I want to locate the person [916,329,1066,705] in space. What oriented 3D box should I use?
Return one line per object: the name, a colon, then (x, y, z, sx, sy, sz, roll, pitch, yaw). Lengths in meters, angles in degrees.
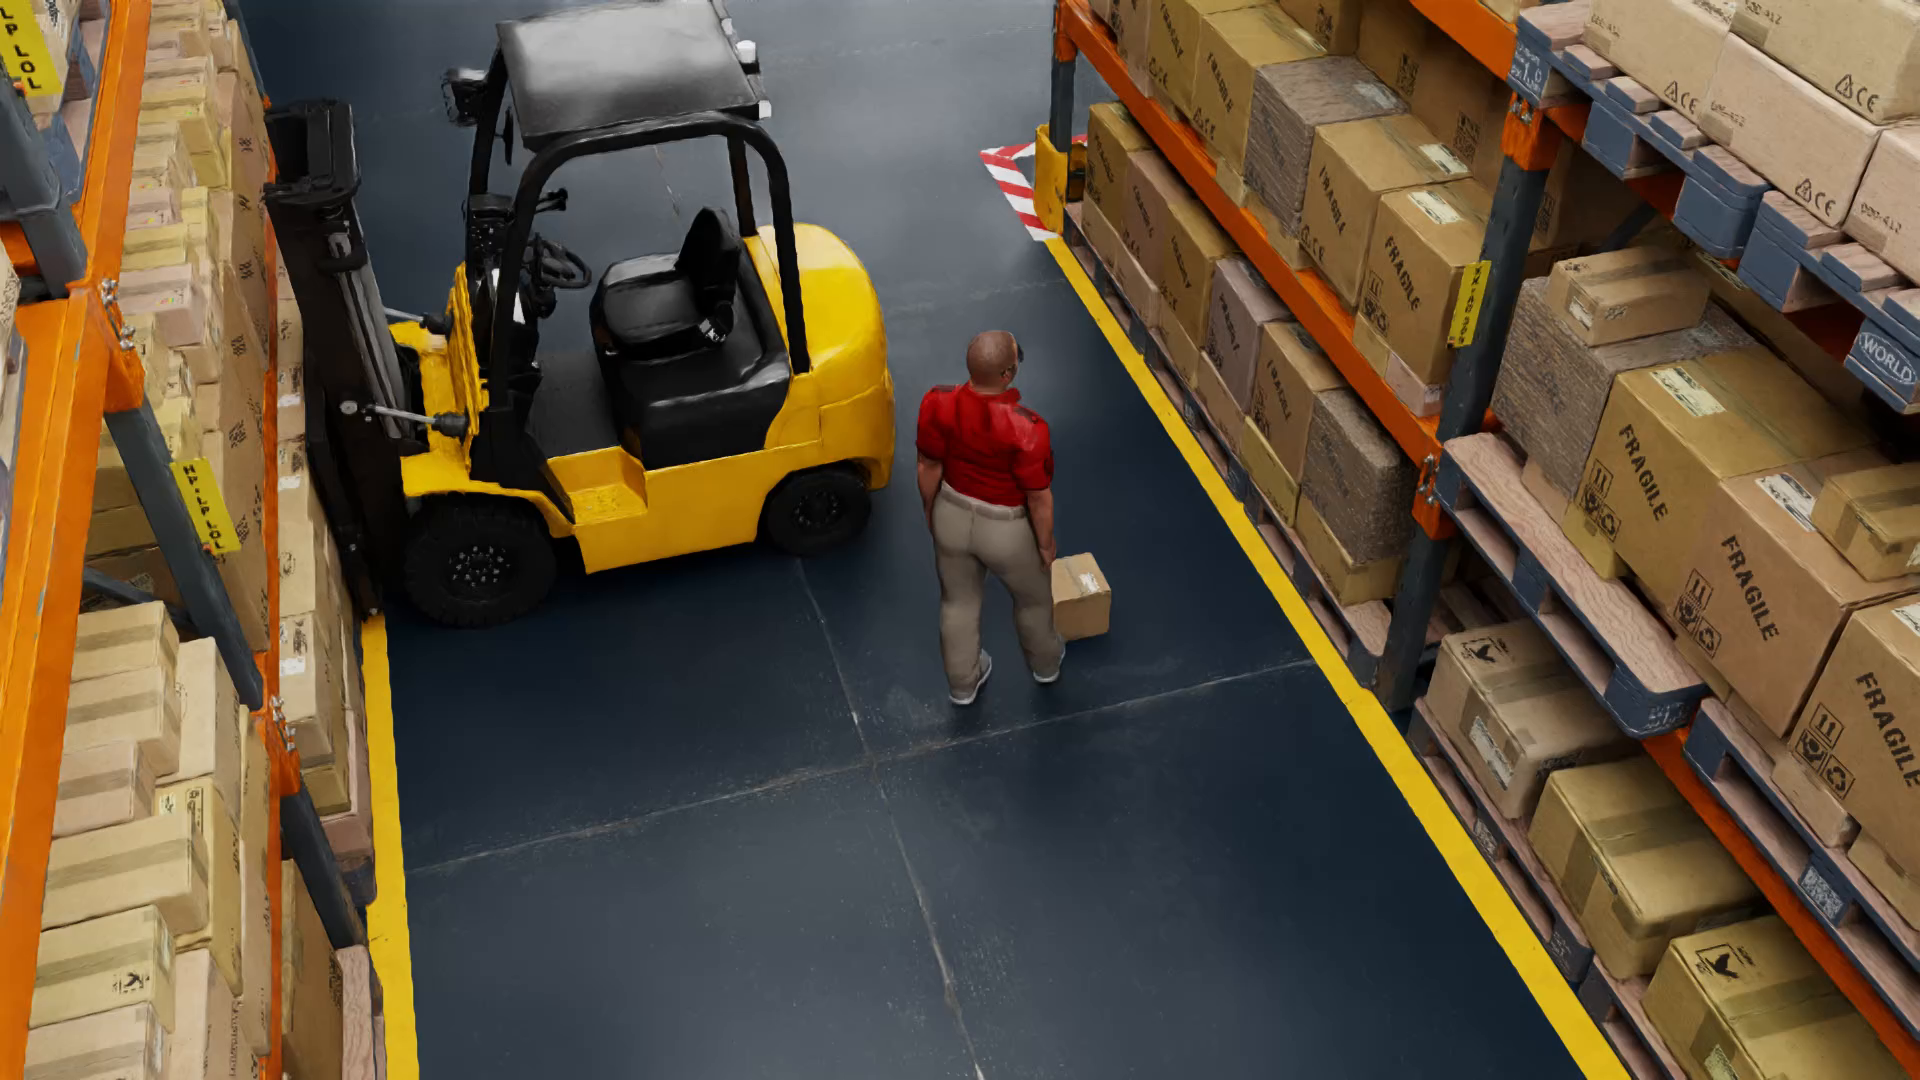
person: (0.150, -0.118, 6.295, 0.543, 1.736, 0.568, 18, 45, 19)
